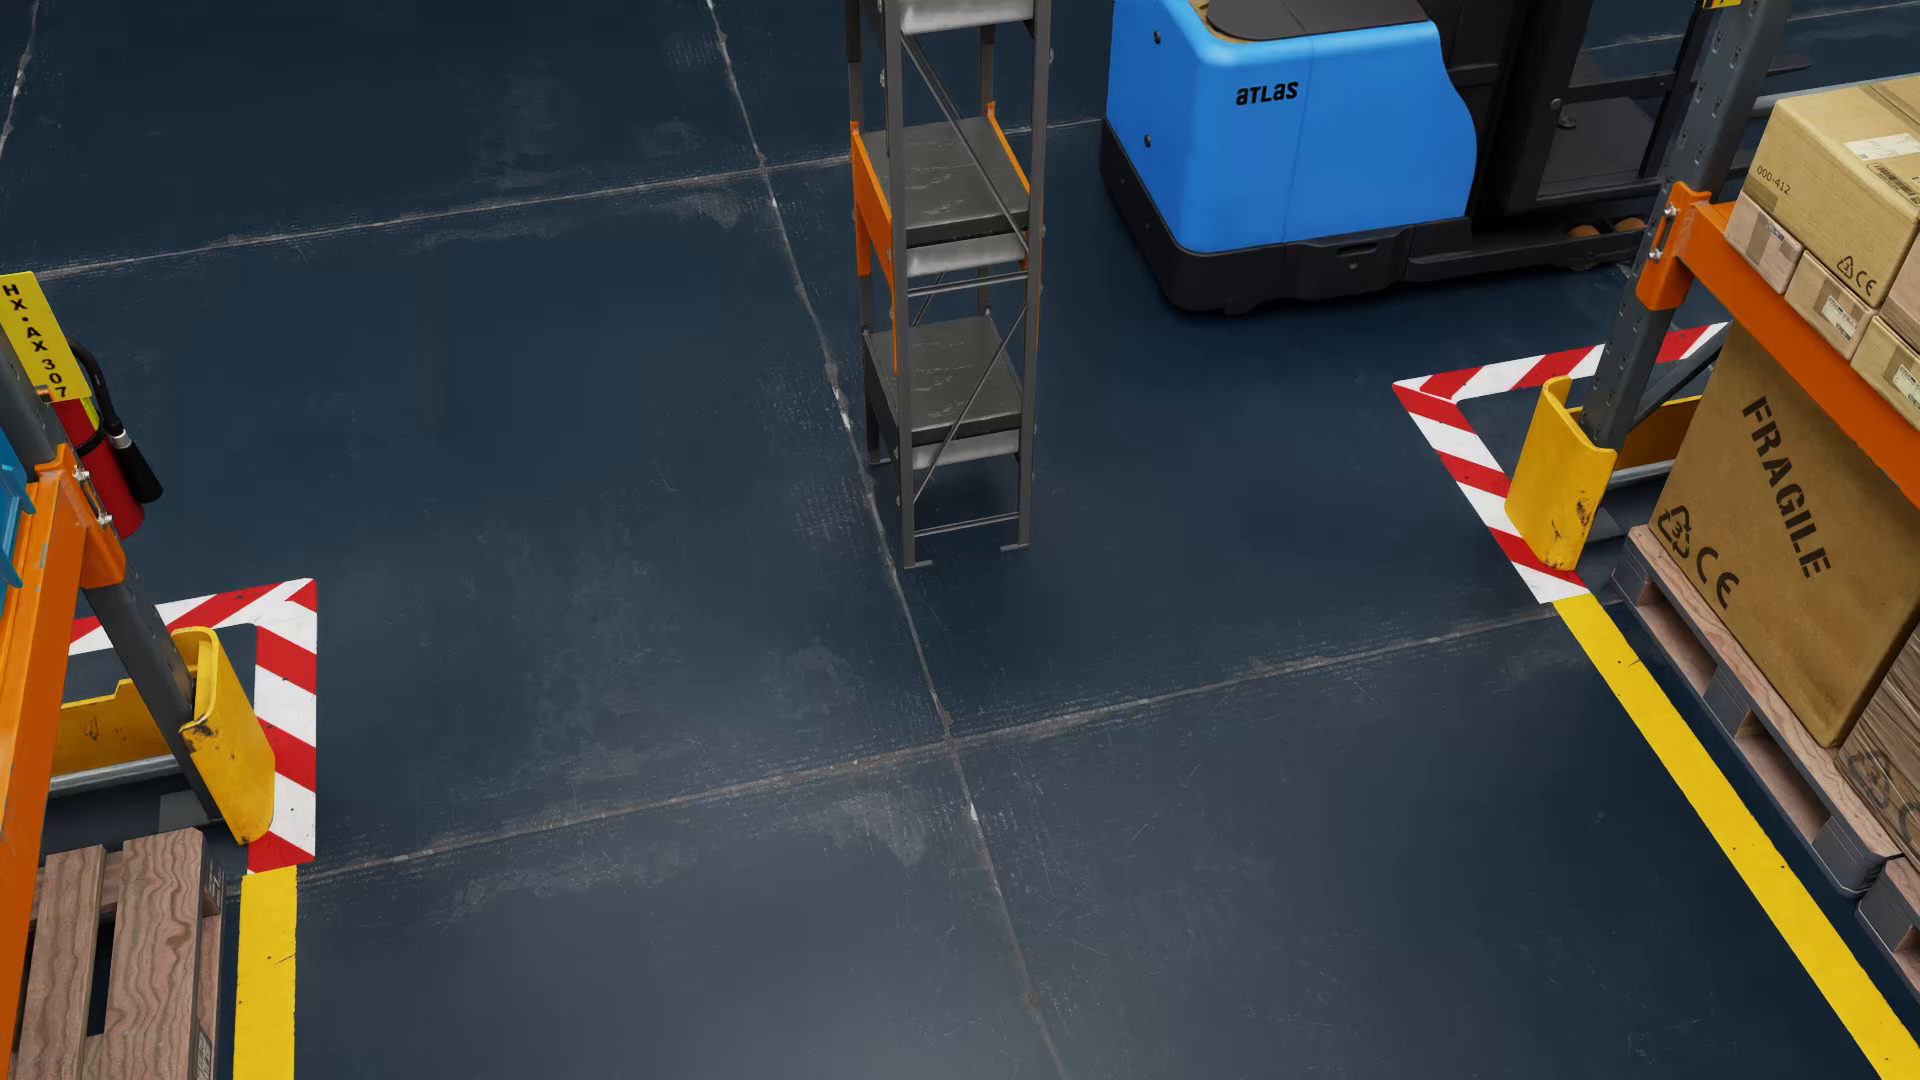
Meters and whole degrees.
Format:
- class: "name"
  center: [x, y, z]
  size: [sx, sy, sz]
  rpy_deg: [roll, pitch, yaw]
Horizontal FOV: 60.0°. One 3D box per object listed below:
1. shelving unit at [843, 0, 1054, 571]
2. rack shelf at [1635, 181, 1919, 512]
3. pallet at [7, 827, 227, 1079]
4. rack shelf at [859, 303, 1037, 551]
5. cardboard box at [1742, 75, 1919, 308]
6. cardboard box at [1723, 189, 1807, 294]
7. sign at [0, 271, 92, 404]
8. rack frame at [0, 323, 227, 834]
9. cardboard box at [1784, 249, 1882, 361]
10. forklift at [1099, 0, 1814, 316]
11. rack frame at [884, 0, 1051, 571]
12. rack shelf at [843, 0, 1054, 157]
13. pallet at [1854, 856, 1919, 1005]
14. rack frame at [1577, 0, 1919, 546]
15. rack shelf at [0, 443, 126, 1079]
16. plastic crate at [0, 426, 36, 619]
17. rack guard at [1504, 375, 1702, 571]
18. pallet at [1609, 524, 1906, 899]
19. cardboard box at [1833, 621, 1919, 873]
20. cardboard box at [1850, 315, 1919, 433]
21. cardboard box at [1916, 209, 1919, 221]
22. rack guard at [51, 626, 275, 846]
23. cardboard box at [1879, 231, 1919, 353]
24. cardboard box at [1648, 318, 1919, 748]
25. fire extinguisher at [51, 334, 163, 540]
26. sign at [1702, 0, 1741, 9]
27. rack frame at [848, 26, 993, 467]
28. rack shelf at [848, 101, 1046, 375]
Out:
- class: "shelving unit"
  center: [-0.042, -0.849, 4.612]
  size: [0.431, 2.100, 0.503]
  rpy_deg: [-11, 47, -10]
- class: "rack shelf"
  center: [2.863, 0.481, 3.182]
  size: [1.077, 0.370, 4.000]
  rpy_deg: [-11, 47, -10]
- class: "pallet"
  center: [-2.263, 1.306, 3.822]
  size: [1.003, 0.211, 1.213]
  rpy_deg: [-11, 47, -10]
- class: "rack shelf"
  center: [-0.042, -0.350, 5.122]
  size: [0.431, 0.518, 0.480]
  rpy_deg: [-11, 47, -10]
- class: "cardboard box"
  center: [2.213, -0.823, 3.853]
  size: [0.500, 0.250, 0.500]
  rpy_deg: [-12, 47, -11]
- class: "cardboard box"
  center: [2.123, -0.758, 4.069]
  size: [0.380, 0.149, 0.250]
  rpy_deg: [-10, 46, -10]
- class: "sign"
  center: [-1.909, -0.415, 3.442]
  size: [0.100, 0.325, 0.005]
  rpy_deg: [-11, 47, -10]
- class: "rack frame"
  center: [-2.437, -0.246, 3.391]
  size: [1.000, 3.000, 0.127]
  rpy_deg: [-11, 47, -10]
- class: "cardboard box"
  center: [2.190, -0.581, 3.896]
  size: [0.380, 0.149, 0.250]
  rpy_deg: [-11, 47, -11]
- class: "forklift"
  center: [2.124, -2.396, 5.546]
  size: [3.031, 2.935, 1.130]
  rpy_deg: [-10, 46, -9]
- class: "rack frame"
  center: [0.020, -0.681, 4.447]
  size: [0.400, 2.100, 0.015]
  rpy_deg: [-11, 47, -10]
- class: "rack shelf"
  center: [-0.042, -1.330, 4.122]
  size: [0.431, 0.518, 0.480]
  rpy_deg: [-11, 47, -10]
- class: "pallet"
  center: [2.940, 1.203, 3.924]
  size: [1.003, 0.211, 1.213]
  rpy_deg: [-11, 47, -10]
- class: "rack frame"
  center: [2.351, -1.152, 4.278]
  size: [1.000, 3.000, 0.127]
  rpy_deg: [-11, 47, -10]
- class: "rack shelf"
  center: [-1.925, 1.387, 2.295]
  size: [1.077, 0.370, 4.000]
  rpy_deg: [-11, 47, -10]
- class: "plastic crate"
  center: [-2.171, -0.082, 3.164]
  size: [0.616, 0.435, 0.499]
  rpy_deg: [-11, 47, -10]
- class: "rack guard"
  center: [2.345, -0.293, 5.187]
  size: [1.175, 0.500, 0.348]
  rpy_deg: [-11, 47, -10]
- class: "pallet"
  center: [2.631, 0.362, 4.747]
  size: [1.003, 0.211, 1.213]
  rpy_deg: [-11, 47, -10]
- class: "cardboard box"
  center: [2.825, 0.501, 3.853]
  size: [0.875, 0.875, 0.875]
  rpy_deg: [-11, 47, -10]
- class: "cardboard box"
  center: [2.256, -0.405, 3.722]
  size: [0.380, 0.149, 0.250]
  rpy_deg: [-12, 47, -11]
- class: "cardboard box"
  center: [2.341, -0.740, 3.246]
  size: [0.500, 0.500, 0.500]
  rpy_deg: [-12, 47, -11]
- class: "rack guard"
  center: [-2.456, 0.615, 4.298]
  size: [1.175, 0.500, 0.348]
  rpy_deg: [-11, 47, -10]
- class: "cardboard box"
  center: [2.352, -0.465, 3.502]
  size: [0.500, 0.250, 0.500]
  rpy_deg: [-11, 47, -11]
- class: "cardboard box"
  center: [2.592, -0.128, 4.469]
  size: [0.875, 0.875, 0.875]
  rpy_deg: [-11, 47, -10]
- class: "fire extinguisher"
  center: [-2.036, -0.276, 3.735]
  size: [0.296, 0.674, 0.183]
  rpy_deg: [-11, 47, -10]
- class: "sign"
  center: [1.813, -1.385, 3.846]
  size: [0.100, 0.325, 0.005]
  rpy_deg: [-11, 47, -10]
- class: "rack frame"
  center: [-0.105, -1.018, 4.777]
  size: [0.400, 2.100, 0.015]
  rpy_deg: [-11, 47, -10]
- class: "rack shelf"
  center: [-0.042, -0.840, 4.622]
  size: [0.431, 0.518, 0.480]
  rpy_deg: [-11, 47, -10]
